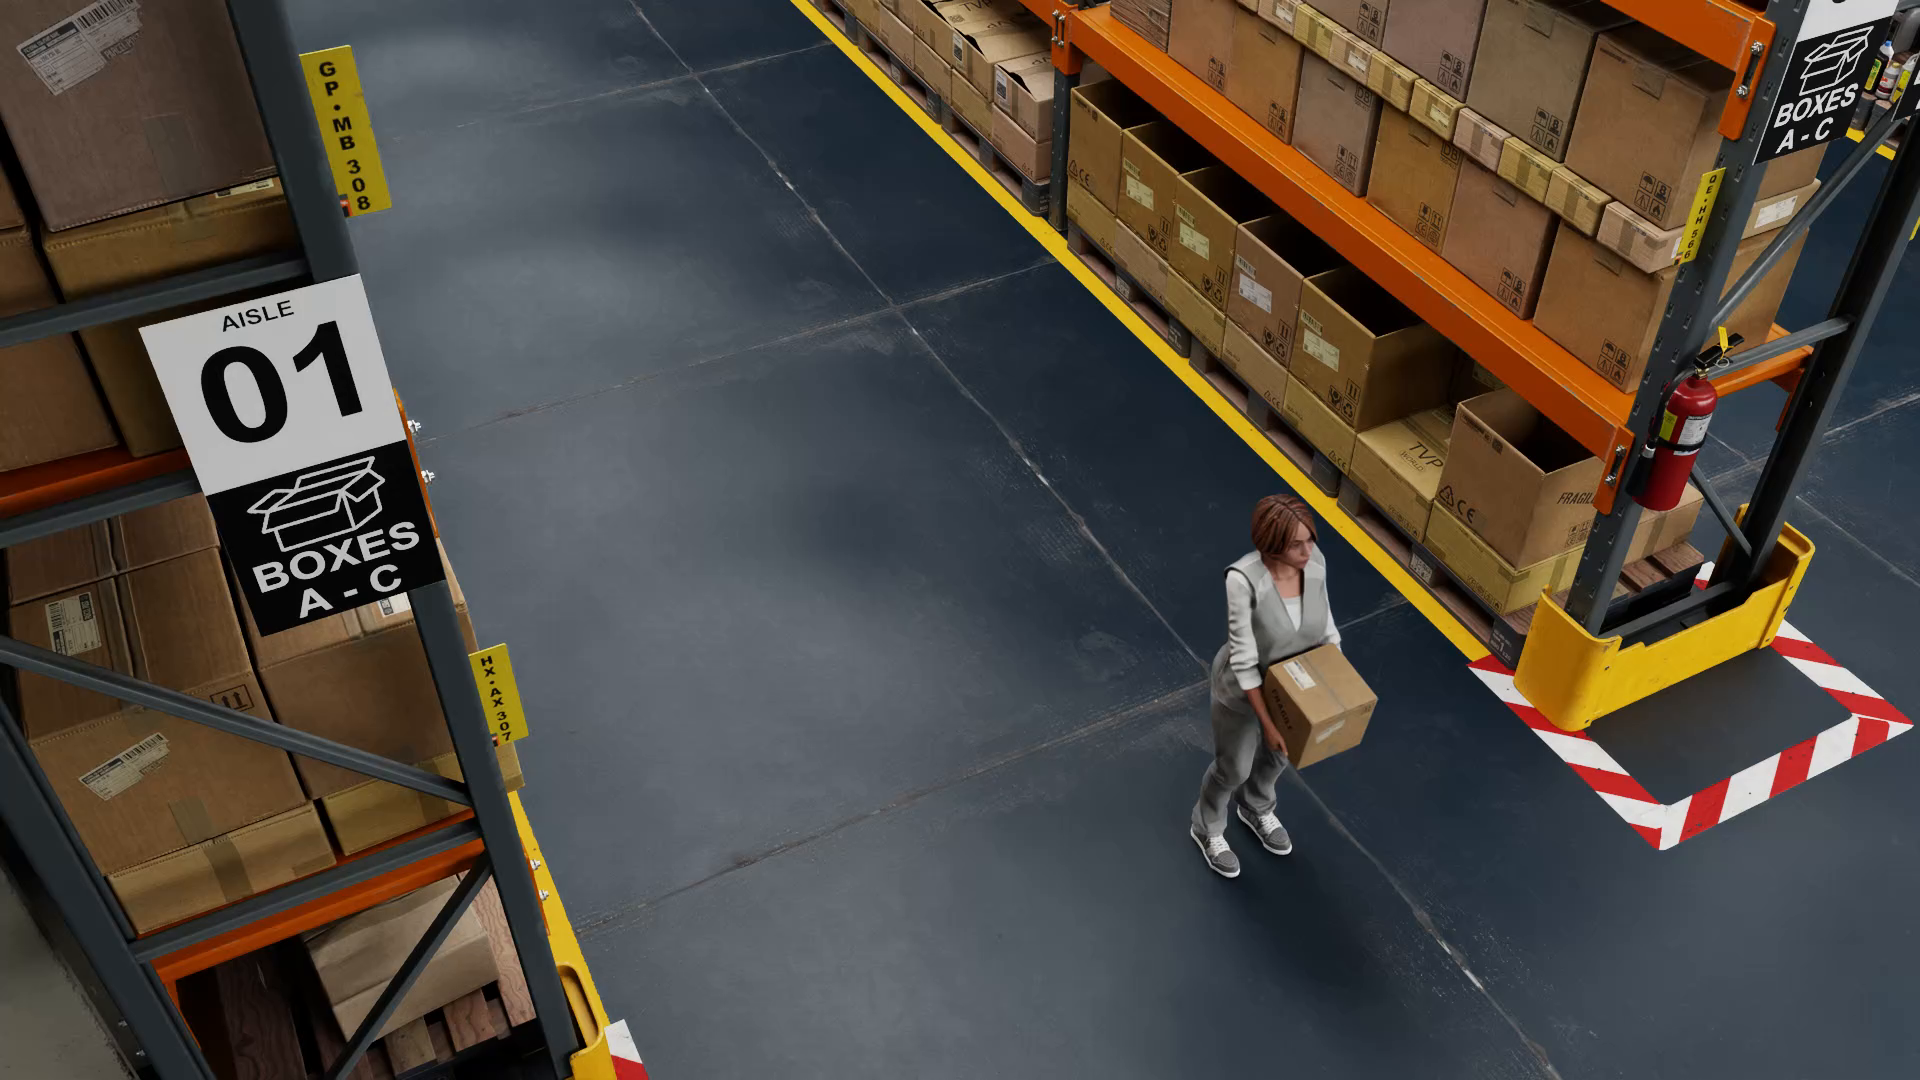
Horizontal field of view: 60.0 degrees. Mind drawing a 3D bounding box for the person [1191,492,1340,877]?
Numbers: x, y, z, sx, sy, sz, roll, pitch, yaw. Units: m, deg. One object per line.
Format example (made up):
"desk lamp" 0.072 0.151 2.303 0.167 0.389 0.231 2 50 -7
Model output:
"person" 1.057 0.549 5.558 0.404 1.591 0.491 -18 45 -19
